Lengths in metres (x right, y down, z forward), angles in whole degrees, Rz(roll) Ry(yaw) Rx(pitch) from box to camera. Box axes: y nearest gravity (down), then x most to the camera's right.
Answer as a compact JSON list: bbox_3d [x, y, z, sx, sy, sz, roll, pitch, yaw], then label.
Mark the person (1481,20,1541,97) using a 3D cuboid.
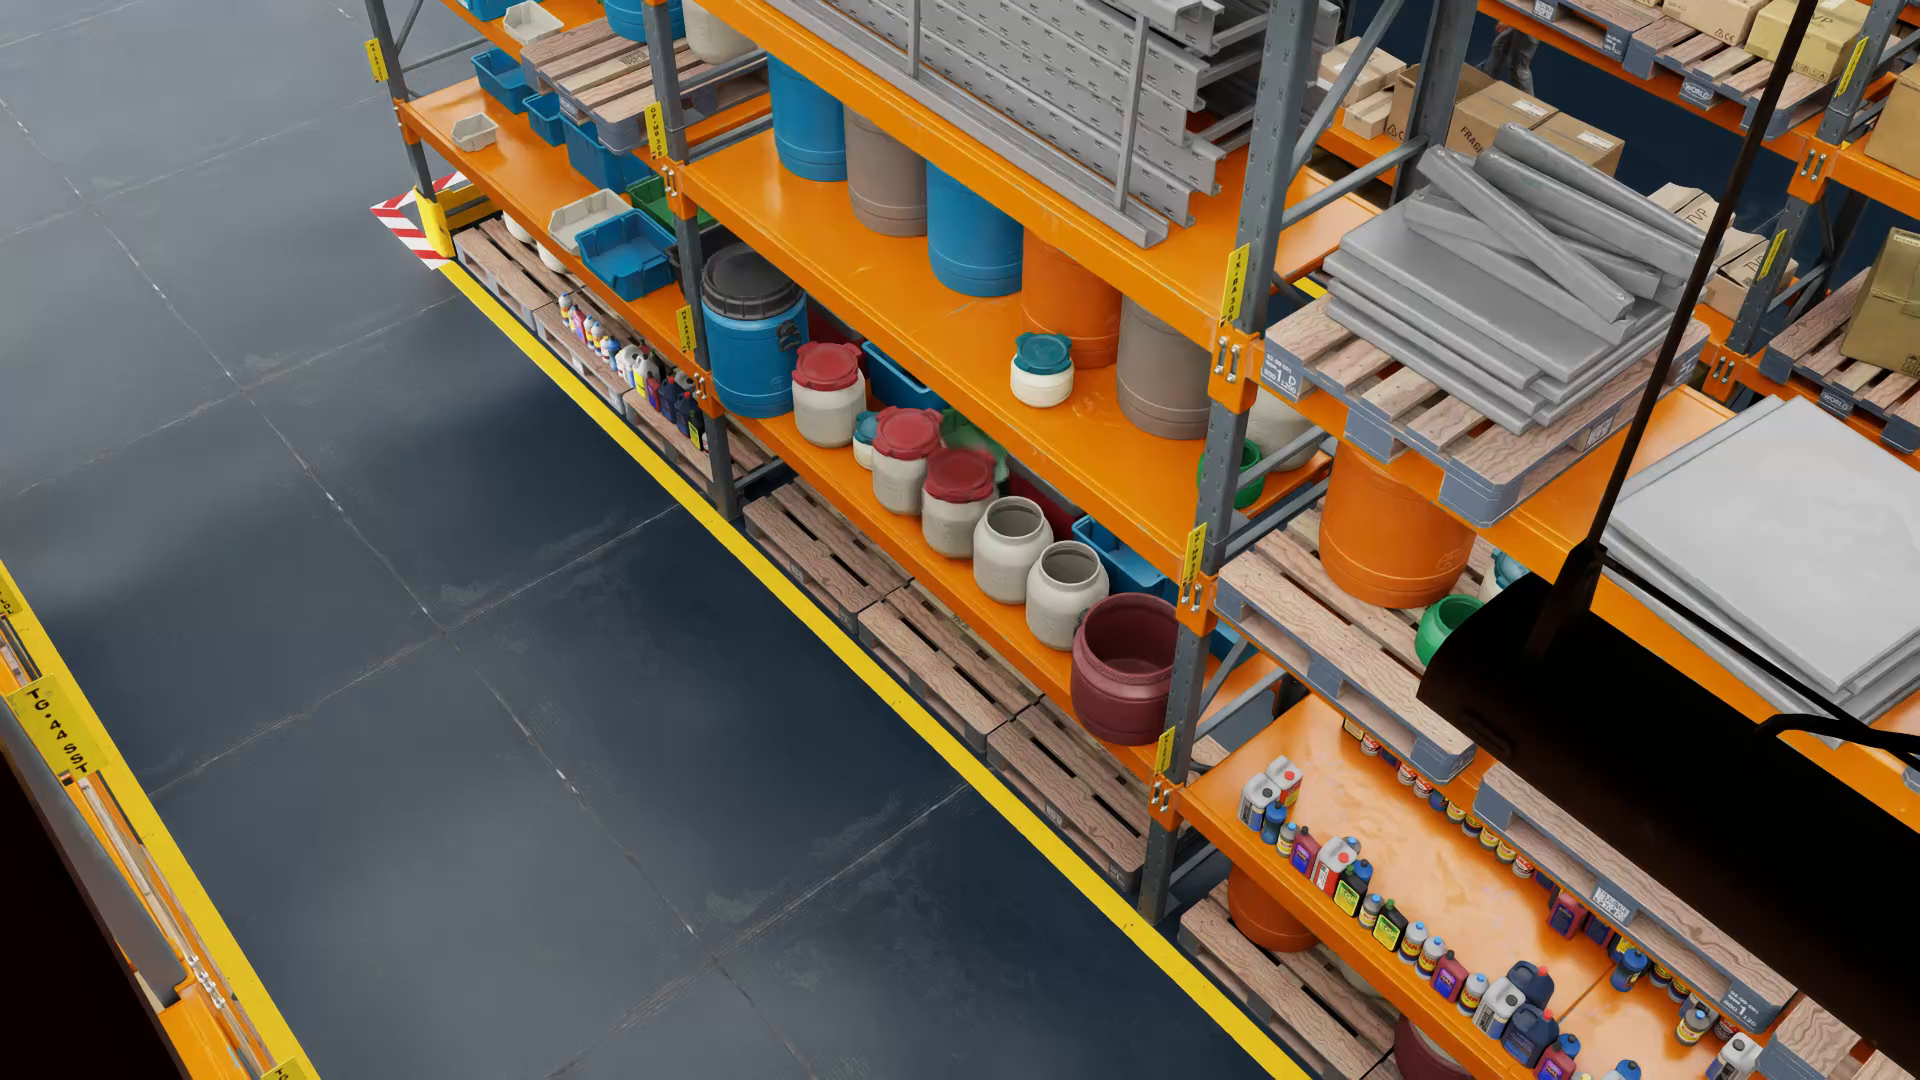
[{"bbox_3d":[4.667,-4.388,13.951,0.718,1.774,0.559,18,49,17],"label":"person"}]
